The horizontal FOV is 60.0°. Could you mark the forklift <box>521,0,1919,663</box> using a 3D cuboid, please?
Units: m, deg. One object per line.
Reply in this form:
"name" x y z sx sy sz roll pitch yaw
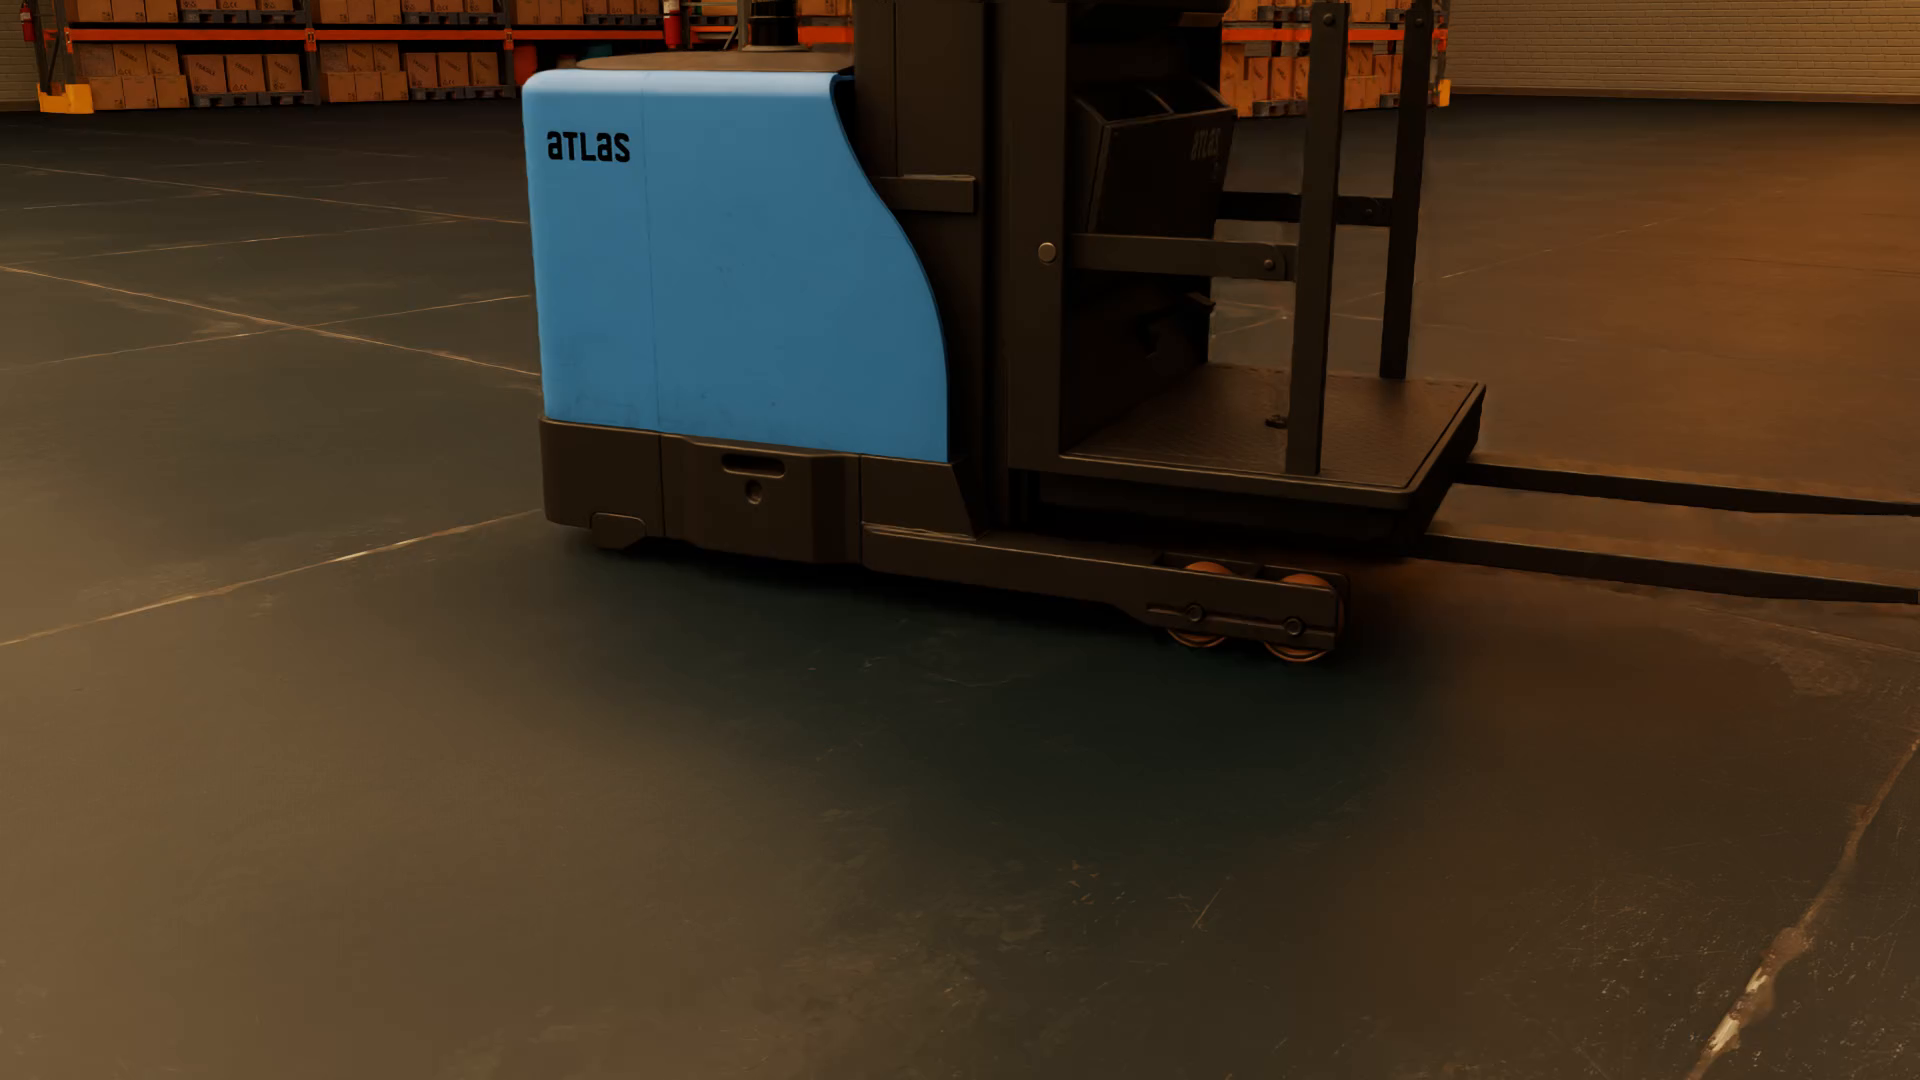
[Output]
"forklift" 0.594 -1.344 3.324 3.031 2.935 1.130 7 18 22
